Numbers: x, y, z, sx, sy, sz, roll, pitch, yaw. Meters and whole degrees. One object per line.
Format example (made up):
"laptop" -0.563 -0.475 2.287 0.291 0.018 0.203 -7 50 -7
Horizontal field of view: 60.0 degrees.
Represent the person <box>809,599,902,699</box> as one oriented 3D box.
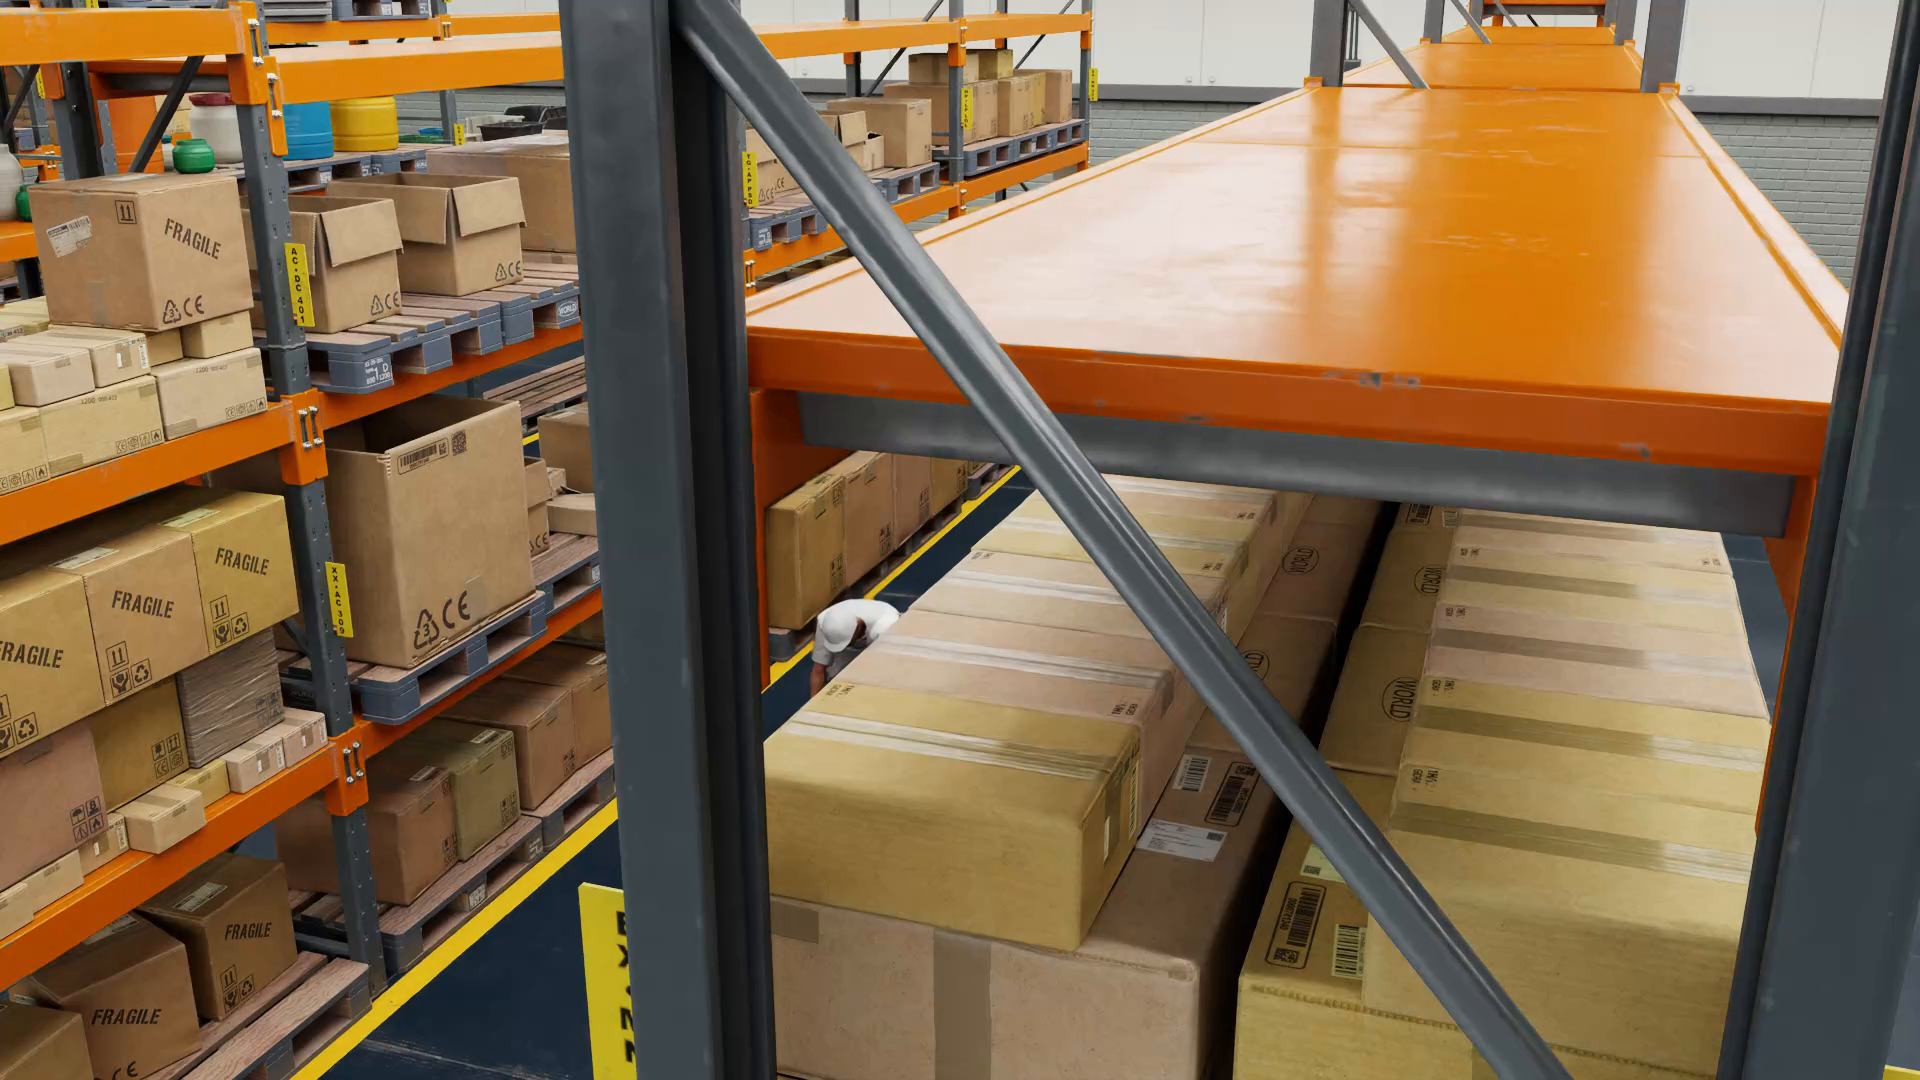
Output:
"person" -0.591 0.722 10.290 0.578 0.888 0.905 10 21 28
